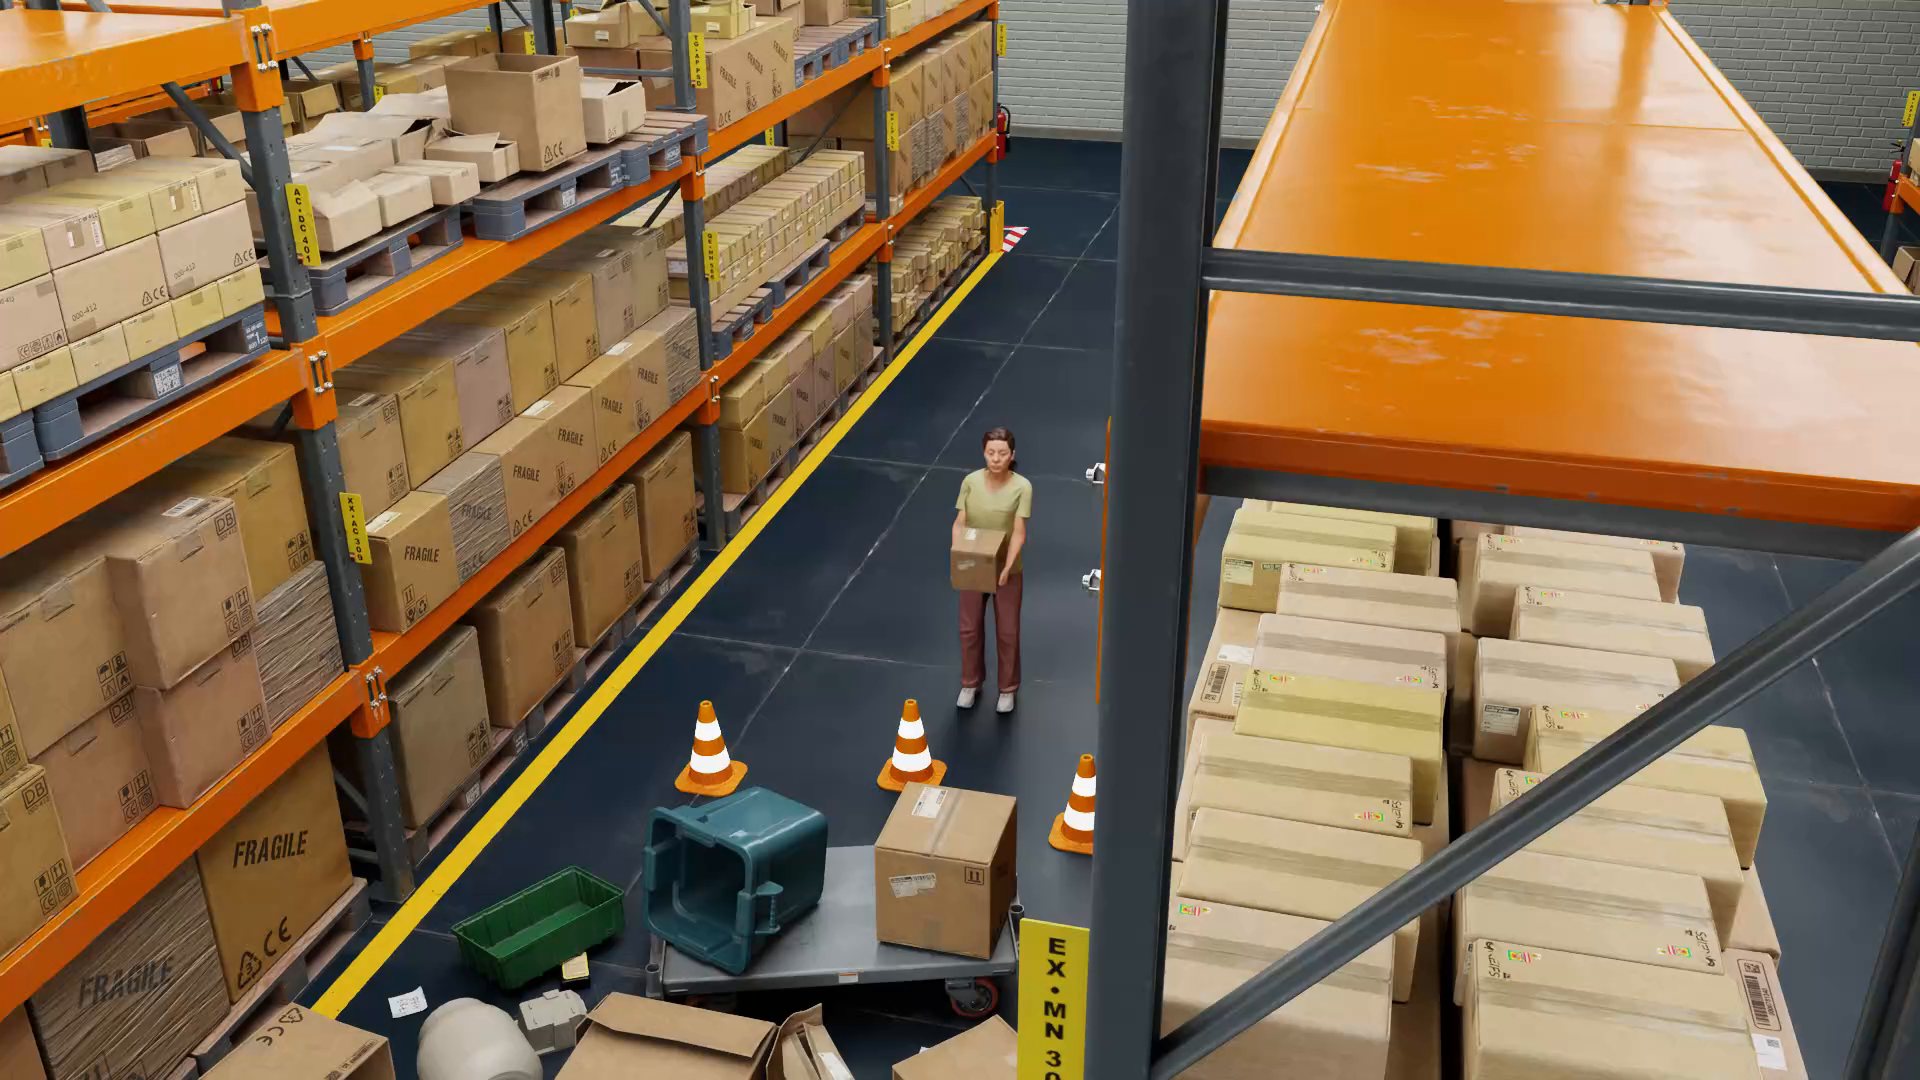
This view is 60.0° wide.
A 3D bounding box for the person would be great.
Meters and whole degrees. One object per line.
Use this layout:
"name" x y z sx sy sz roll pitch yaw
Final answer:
"person" 0.165 0.196 9.302 0.426 1.662 0.561 7 26 14
